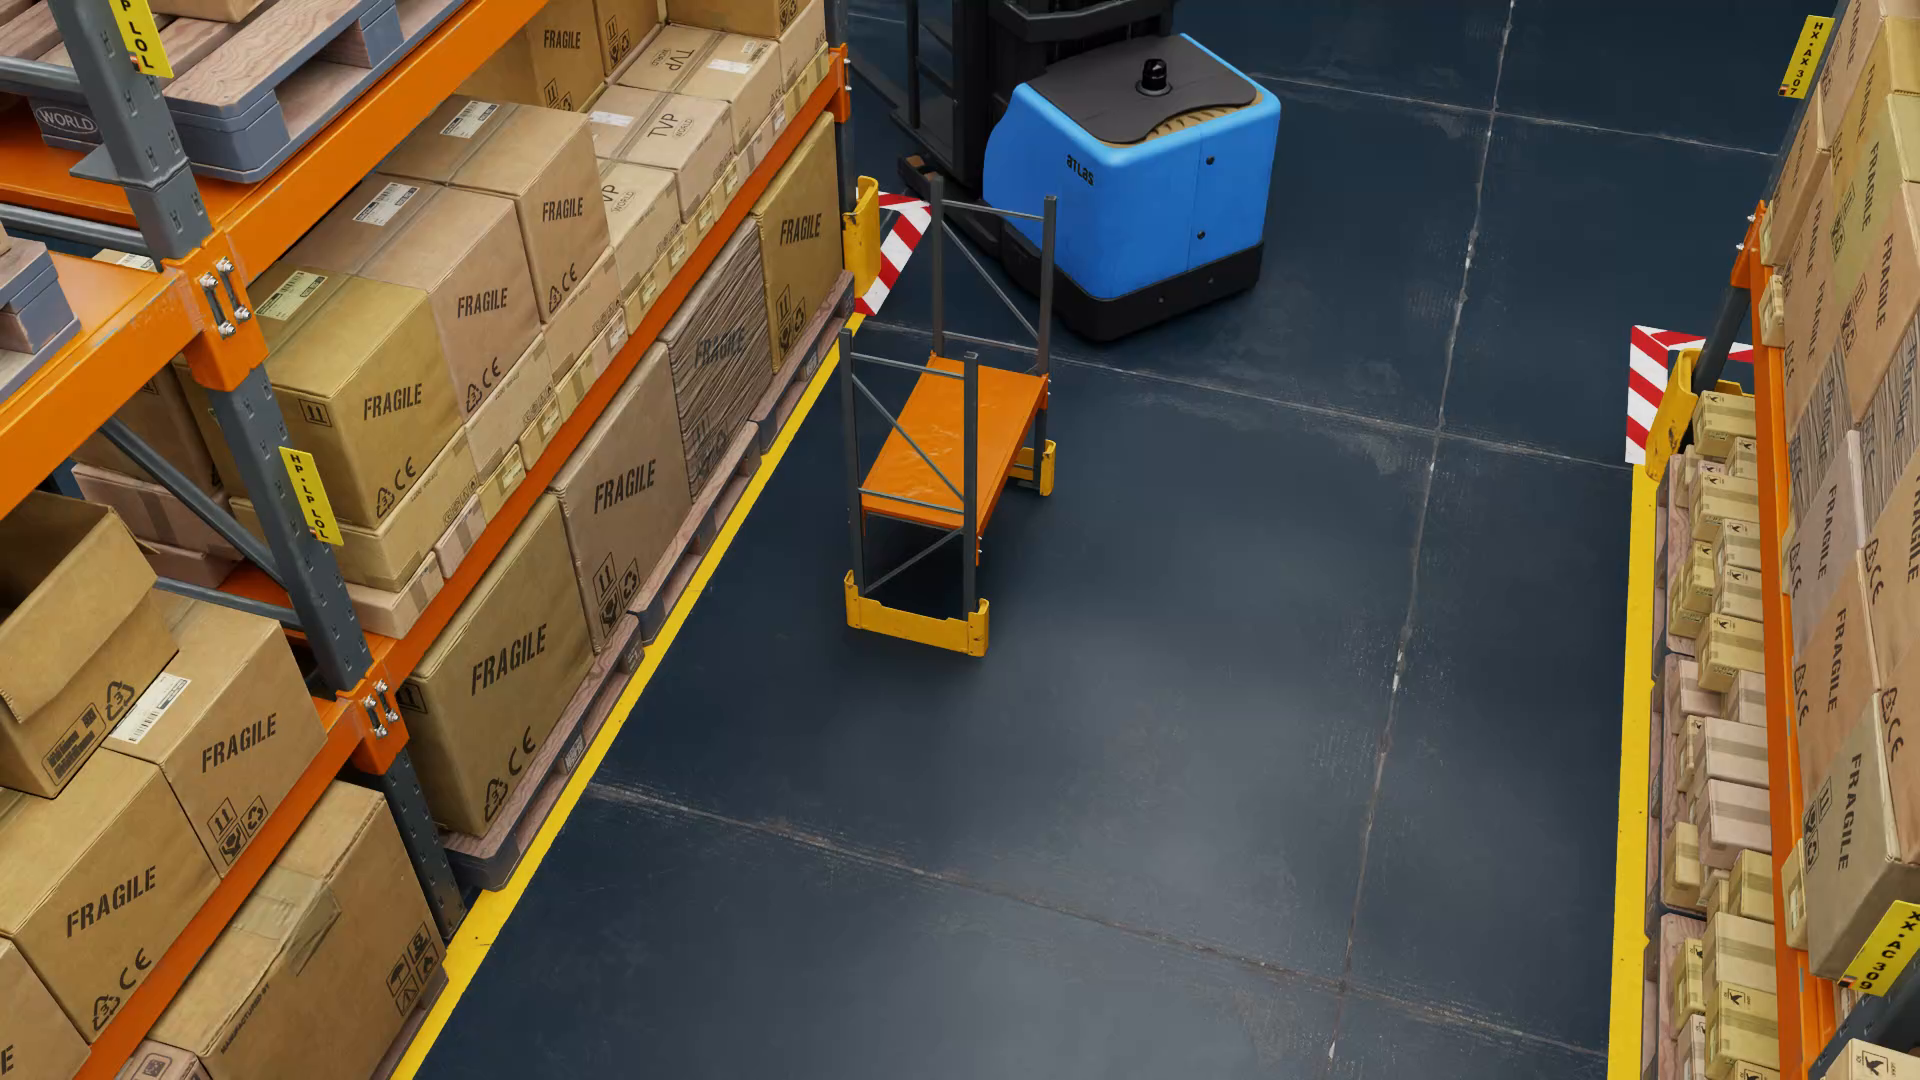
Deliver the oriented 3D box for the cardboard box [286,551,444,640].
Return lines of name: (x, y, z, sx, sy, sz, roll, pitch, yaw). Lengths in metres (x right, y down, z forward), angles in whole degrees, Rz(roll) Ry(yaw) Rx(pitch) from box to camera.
cardboard box: (-1.810, 0.128, 5.053, 0.380, 0.149, 0.250, 13, 46, 13)

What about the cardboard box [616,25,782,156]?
cardboard box: (-1.053, -1.836, 6.776, 0.500, 0.250, 0.500, 12, 46, 12)

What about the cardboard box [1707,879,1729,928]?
cardboard box: (2.576, 1.257, 5.245, 0.380, 0.149, 0.250, 13, 46, 13)

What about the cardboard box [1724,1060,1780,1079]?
cardboard box: (2.339, 1.647, 4.634, 0.380, 0.149, 0.250, 14, 46, 14)

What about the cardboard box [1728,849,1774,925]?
cardboard box: (2.601, 1.145, 5.147, 0.380, 0.149, 0.250, 14, 46, 14)

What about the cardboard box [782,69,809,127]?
cardboard box: (-0.876, -1.930, 7.157, 0.380, 0.149, 0.250, 13, 46, 13)

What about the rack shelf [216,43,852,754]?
rack shelf: (-1.611, -0.911, 6.449, 1.077, 0.370, 4.000, 13, 46, 13)

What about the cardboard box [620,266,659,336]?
cardboard box: (-1.340, -0.911, 6.115, 0.380, 0.149, 0.250, 11, 46, 11)

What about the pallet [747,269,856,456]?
pallet: (-1.173, -0.955, 7.974, 1.003, 0.211, 1.213, 13, 46, 13)

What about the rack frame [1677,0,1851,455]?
rack frame: (3.691, -1.383, 6.418, 1.000, 3.000, 0.127, 13, 46, 13)

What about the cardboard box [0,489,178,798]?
cardboard box: (-2.402, 0.199, 4.013, 0.797, 0.503, 0.637, 11, 46, 11)

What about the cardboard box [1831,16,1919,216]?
cardboard box: (3.155, -1.302, 5.336, 0.500, 0.500, 0.500, 14, 46, 14)

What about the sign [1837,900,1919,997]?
sign: (1.960, 0.864, 3.502, 0.100, 0.325, 0.005, 13, 46, 13)

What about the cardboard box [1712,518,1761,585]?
cardboard box: (3.045, 0.083, 6.232, 0.380, 0.149, 0.250, 10, 45, 11)

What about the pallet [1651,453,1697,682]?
pallet: (3.388, 0.198, 6.795, 1.003, 0.211, 1.213, 13, 46, 13)

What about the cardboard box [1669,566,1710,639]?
cardboard box: (2.976, 0.273, 6.463, 0.380, 0.149, 0.250, 13, 46, 13)

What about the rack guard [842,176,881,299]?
rack guard: (-0.998, -1.624, 8.451, 1.175, 0.500, 0.348, 13, 46, 13)

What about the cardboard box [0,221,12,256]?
cardboard box: (-2.383, -0.704, 3.207, 0.700, 0.500, 0.500, 14, 46, 13)

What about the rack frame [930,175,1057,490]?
rack frame: (0.128, -0.818, 6.913, 0.500, 1.500, 0.032, 13, 46, 13)

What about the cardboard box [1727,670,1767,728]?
cardboard box: (2.844, 0.620, 5.684, 0.380, 0.149, 0.250, 13, 46, 13)

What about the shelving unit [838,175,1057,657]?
shelving unit: (-0.023, -0.485, 6.573, 0.587, 1.500, 1.083, 13, 46, 13)

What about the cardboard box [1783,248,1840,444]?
cardboard box: (2.994, -0.598, 5.332, 0.500, 0.500, 0.500, 13, 46, 13)

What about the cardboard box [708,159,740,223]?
cardboard box: (-1.107, -1.423, 6.638, 0.380, 0.149, 0.250, 12, 46, 12)

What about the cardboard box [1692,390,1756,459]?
cardboard box: (3.209, -0.450, 6.776, 0.380, 0.149, 0.250, 11, 45, 11)

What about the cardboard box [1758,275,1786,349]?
cardboard box: (3.111, -0.800, 6.002, 0.380, 0.149, 0.250, 11, 46, 11)

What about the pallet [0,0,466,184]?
pallet: (-1.959, -1.418, 4.372, 1.003, 0.211, 1.213, 13, 46, 13)

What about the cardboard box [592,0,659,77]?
cardboard box: (-1.559, -2.226, 6.637, 0.500, 0.500, 0.500, 12, 46, 12)

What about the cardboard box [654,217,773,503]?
cardboard box: (-1.398, -0.842, 7.083, 0.875, 0.875, 0.875, 13, 46, 13)

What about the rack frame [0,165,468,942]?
rack frame: (-2.217, 0.165, 4.835, 1.000, 3.000, 0.127, 13, 46, 13)

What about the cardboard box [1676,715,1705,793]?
cardboard box: (2.772, 0.801, 5.924, 0.380, 0.149, 0.250, 13, 46, 13)

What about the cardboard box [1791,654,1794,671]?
cardboard box: (2.611, 0.419, 4.756, 0.380, 0.149, 0.250, 11, 45, 11)

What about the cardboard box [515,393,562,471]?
cardboard box: (-1.573, -0.398, 5.591, 0.380, 0.149, 0.250, 11, 46, 11)

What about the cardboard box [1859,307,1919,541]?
cardboard box: (2.684, -0.271, 4.282, 0.500, 0.500, 0.500, 14, 46, 14)

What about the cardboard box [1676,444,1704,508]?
cardboard box: (3.227, -0.233, 6.980, 0.380, 0.149, 0.250, 13, 46, 13)

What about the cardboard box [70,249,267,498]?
cardboard box: (-2.332, -0.519, 4.893, 0.500, 0.500, 0.500, 14, 46, 14)

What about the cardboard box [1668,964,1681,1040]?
cardboard box: (2.451, 1.473, 5.237, 0.380, 0.149, 0.250, 11, 45, 11)

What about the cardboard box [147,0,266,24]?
cardboard box: (-2.037, -1.663, 4.116, 0.700, 0.500, 0.500, 10, 45, 10)

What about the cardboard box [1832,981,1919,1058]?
cardboard box: (2.343, 1.133, 4.026, 0.380, 0.149, 0.250, 12, 46, 12)

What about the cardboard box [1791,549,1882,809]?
cardboard box: (2.515, 0.413, 4.298, 0.500, 0.500, 0.500, 11, 46, 11)

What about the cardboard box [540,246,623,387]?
cardboard box: (-1.518, -0.822, 5.739, 0.500, 0.250, 0.500, 14, 46, 13)

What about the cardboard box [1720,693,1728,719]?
cardboard box: (2.948, 0.561, 5.956, 0.380, 0.149, 0.250, 15, 46, 15)

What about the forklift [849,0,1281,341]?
forklift: (0.319, -3.025, 8.145, 1.130, 2.935, 3.031, -23, 49, -22)

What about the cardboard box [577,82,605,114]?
cardboard box: (-1.715, -1.609, 6.543, 0.500, 0.250, 0.500, 11, 45, 11)

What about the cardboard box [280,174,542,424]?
cardboard box: (-1.671, -0.747, 5.126, 0.500, 0.500, 0.500, 13, 46, 13)

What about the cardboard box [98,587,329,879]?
cardboard box: (-2.098, 0.499, 4.423, 0.500, 0.500, 0.500, 13, 46, 13)

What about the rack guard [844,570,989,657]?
rack guard: (-0.174, 0.293, 6.670, 0.587, 0.250, 0.087, 13, 46, 13)
